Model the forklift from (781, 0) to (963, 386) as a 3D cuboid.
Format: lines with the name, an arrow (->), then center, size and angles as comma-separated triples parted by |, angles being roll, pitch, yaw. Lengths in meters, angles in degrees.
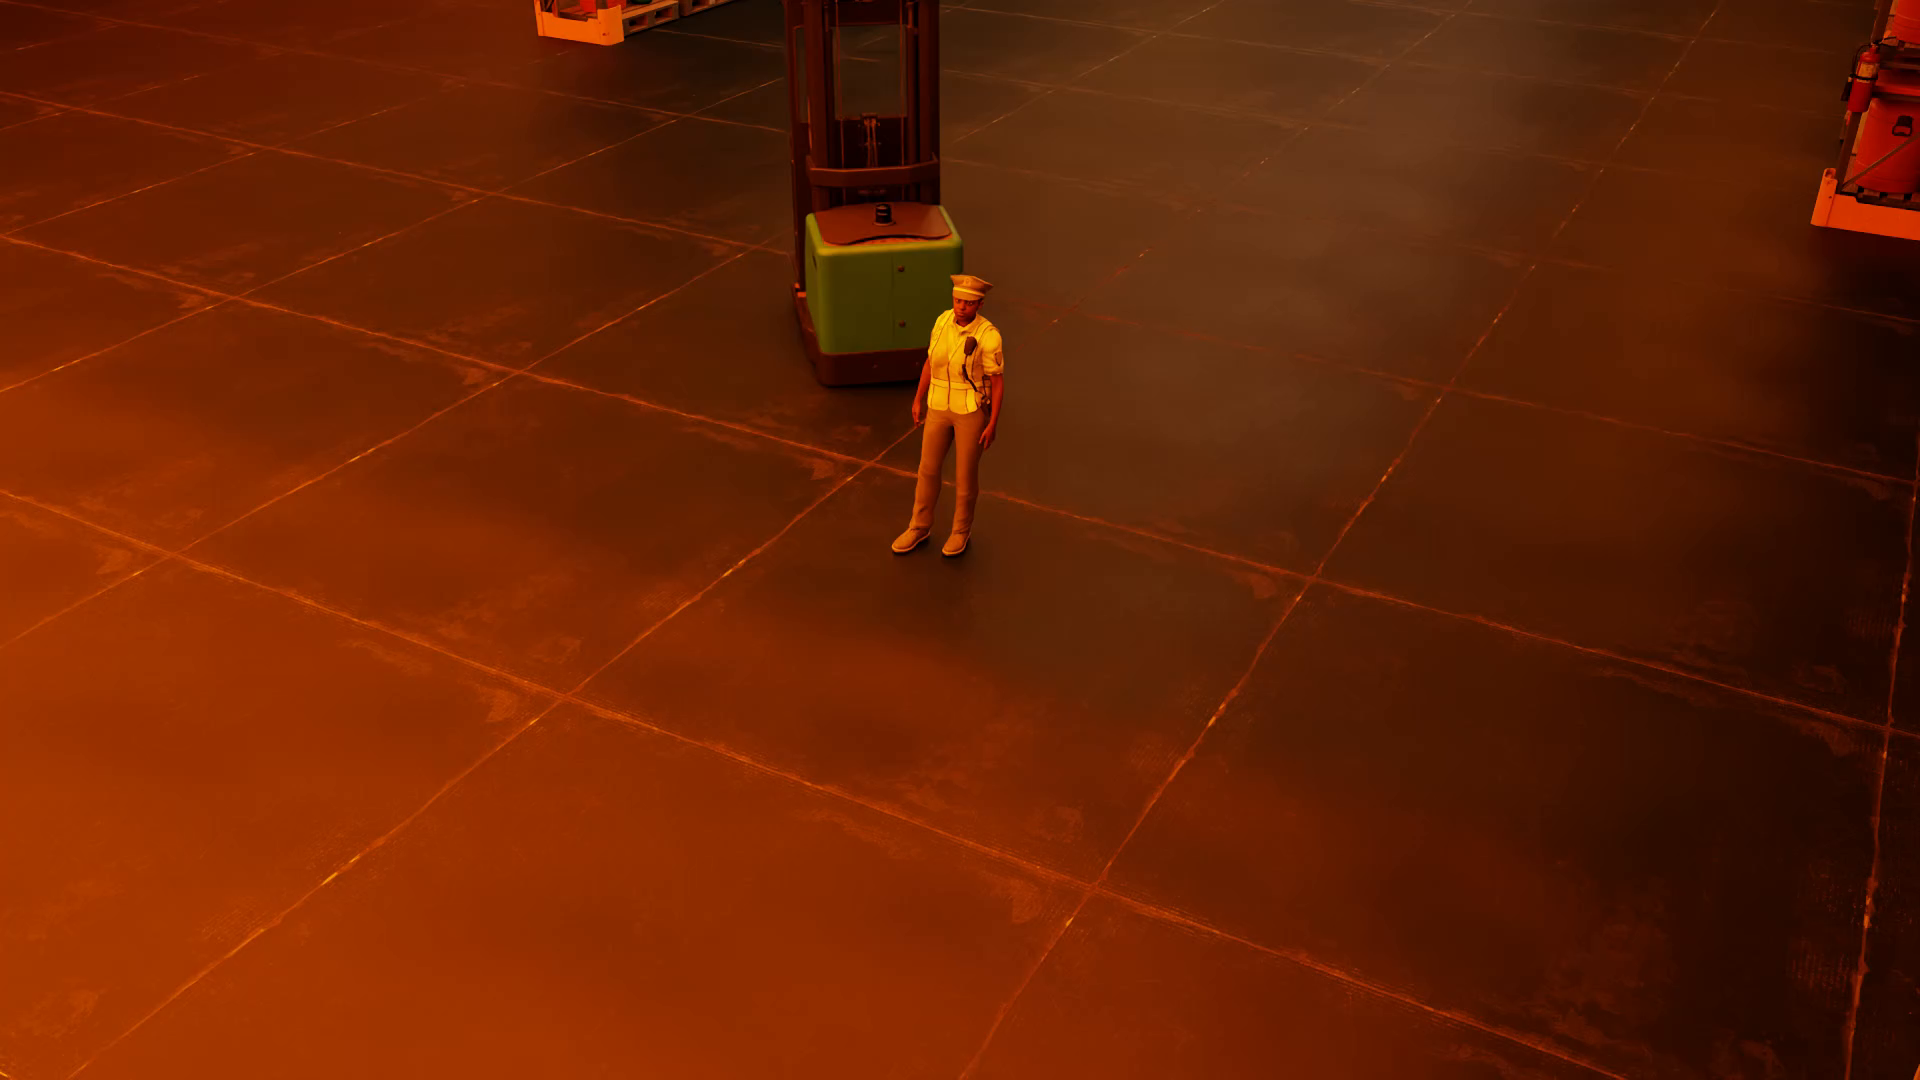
forklift -> -0.737, -3.079, 12.405 | 1.130, 2.935, 3.031 | -5, 30, -9

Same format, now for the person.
person -> -0.053, -0.711, 9.528 | 0.570, 1.691, 0.530 | 15, 33, 25
